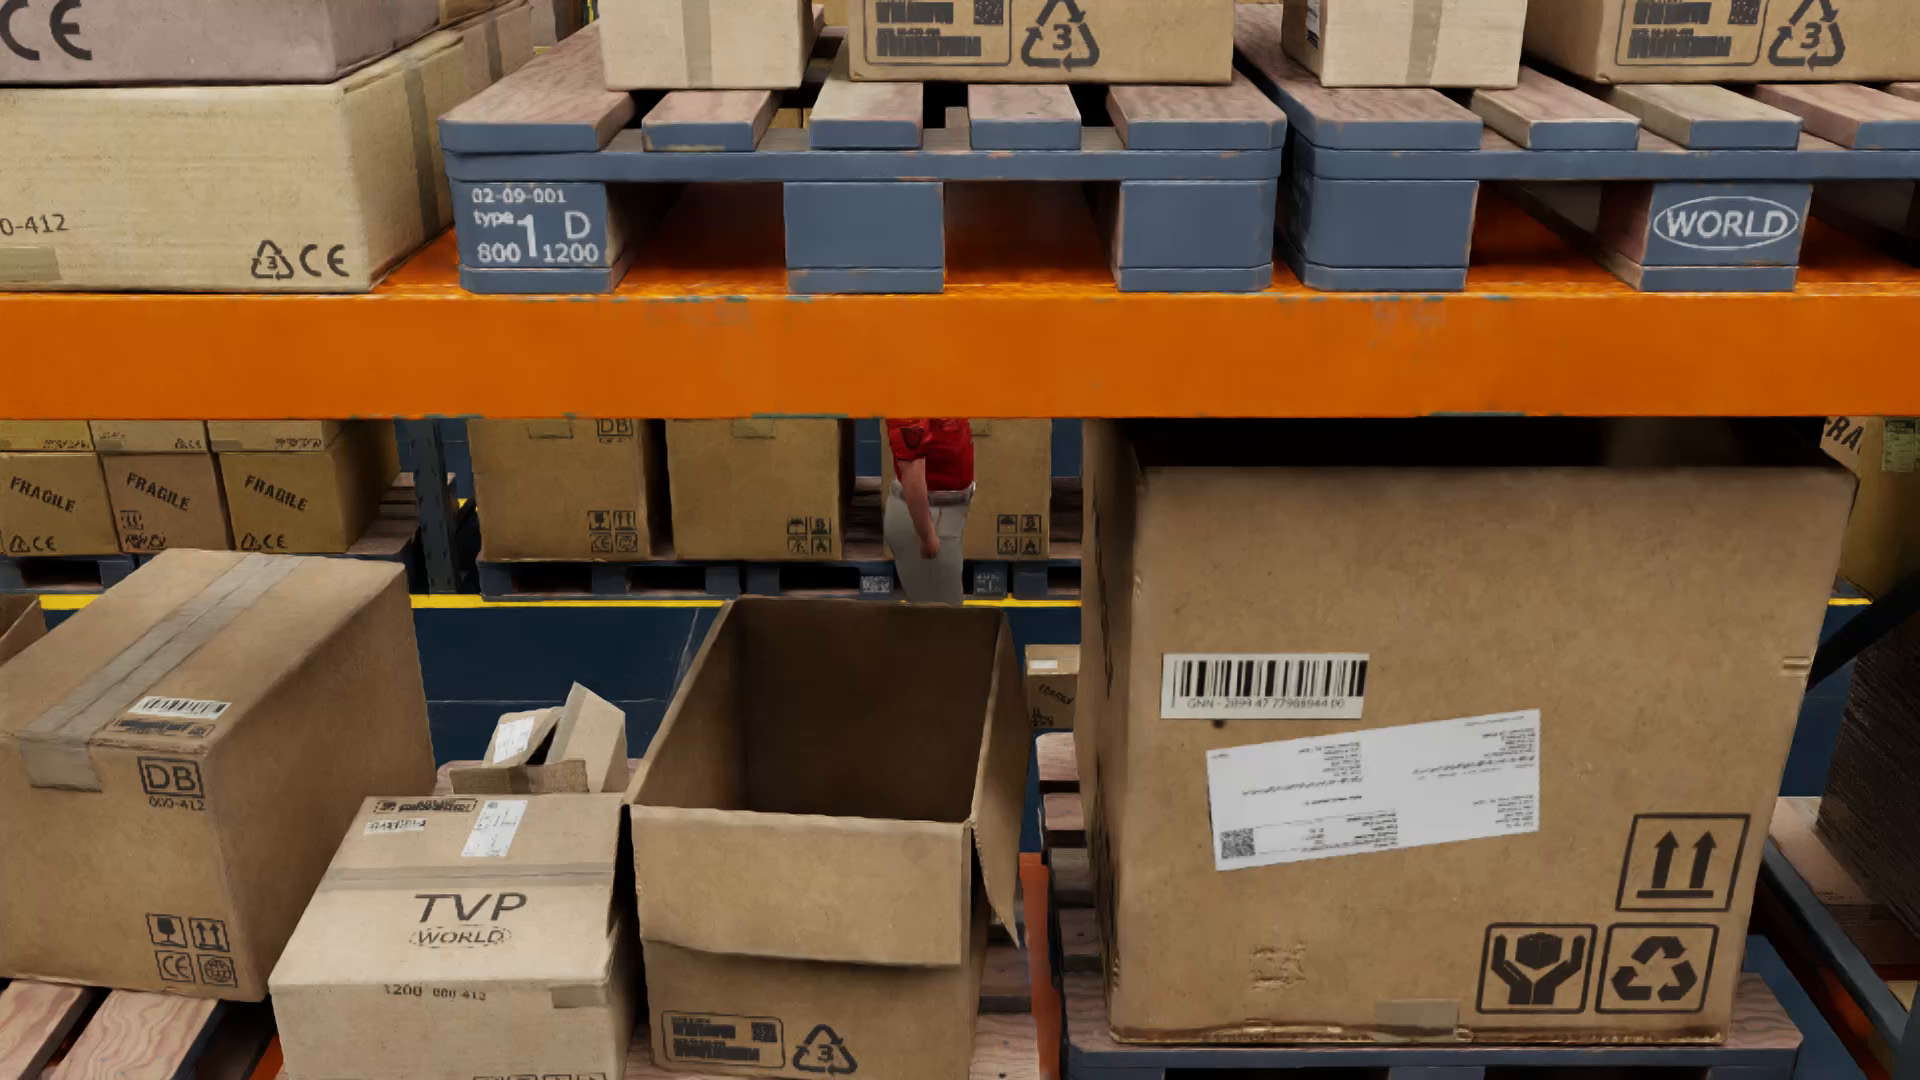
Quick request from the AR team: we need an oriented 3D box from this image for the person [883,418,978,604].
[{"bbox_3d":[-0.106,-0.096,6.343,0.365,1.724,0.534,0,24,1],"label":"person"}]
